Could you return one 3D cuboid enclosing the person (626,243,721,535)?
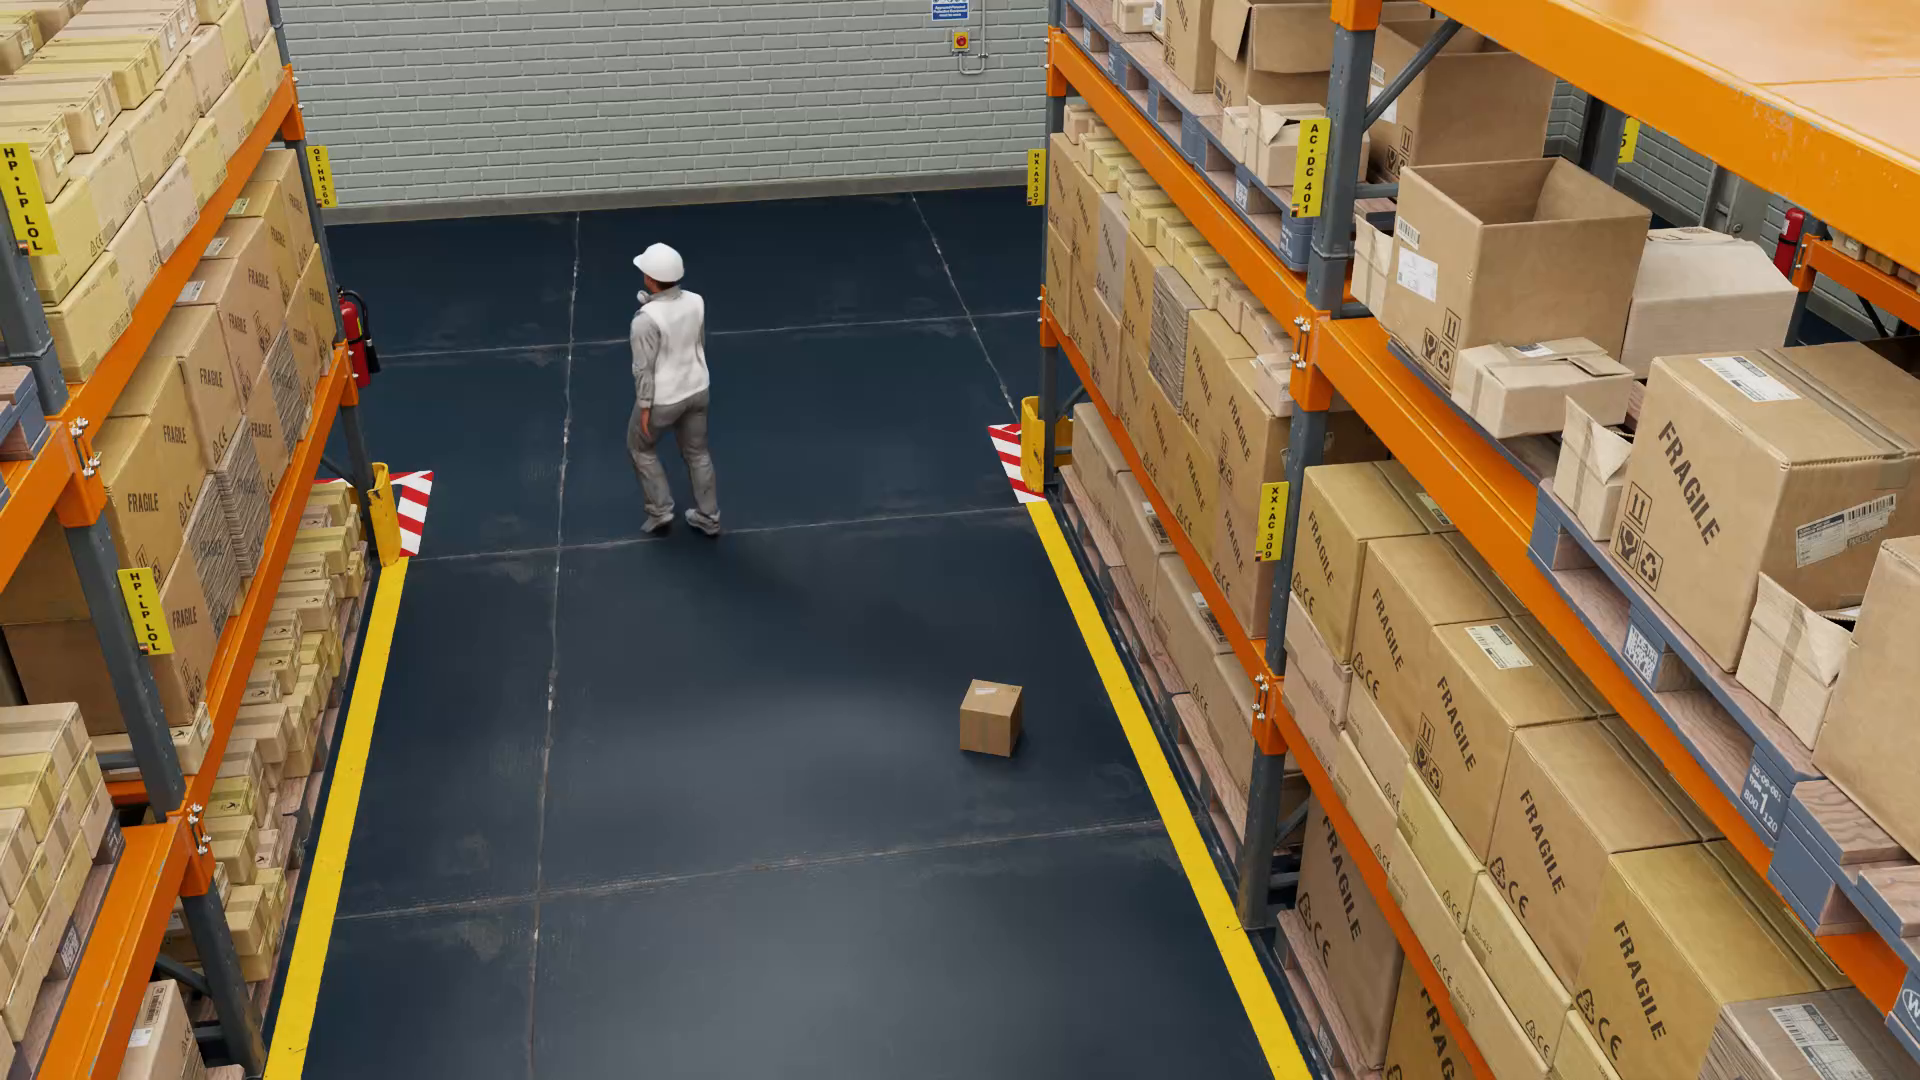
[{"bbox_3d":[-1.649,-0.813,9.531,0.541,1.846,0.567,24,38,35],"label":"person"}]
